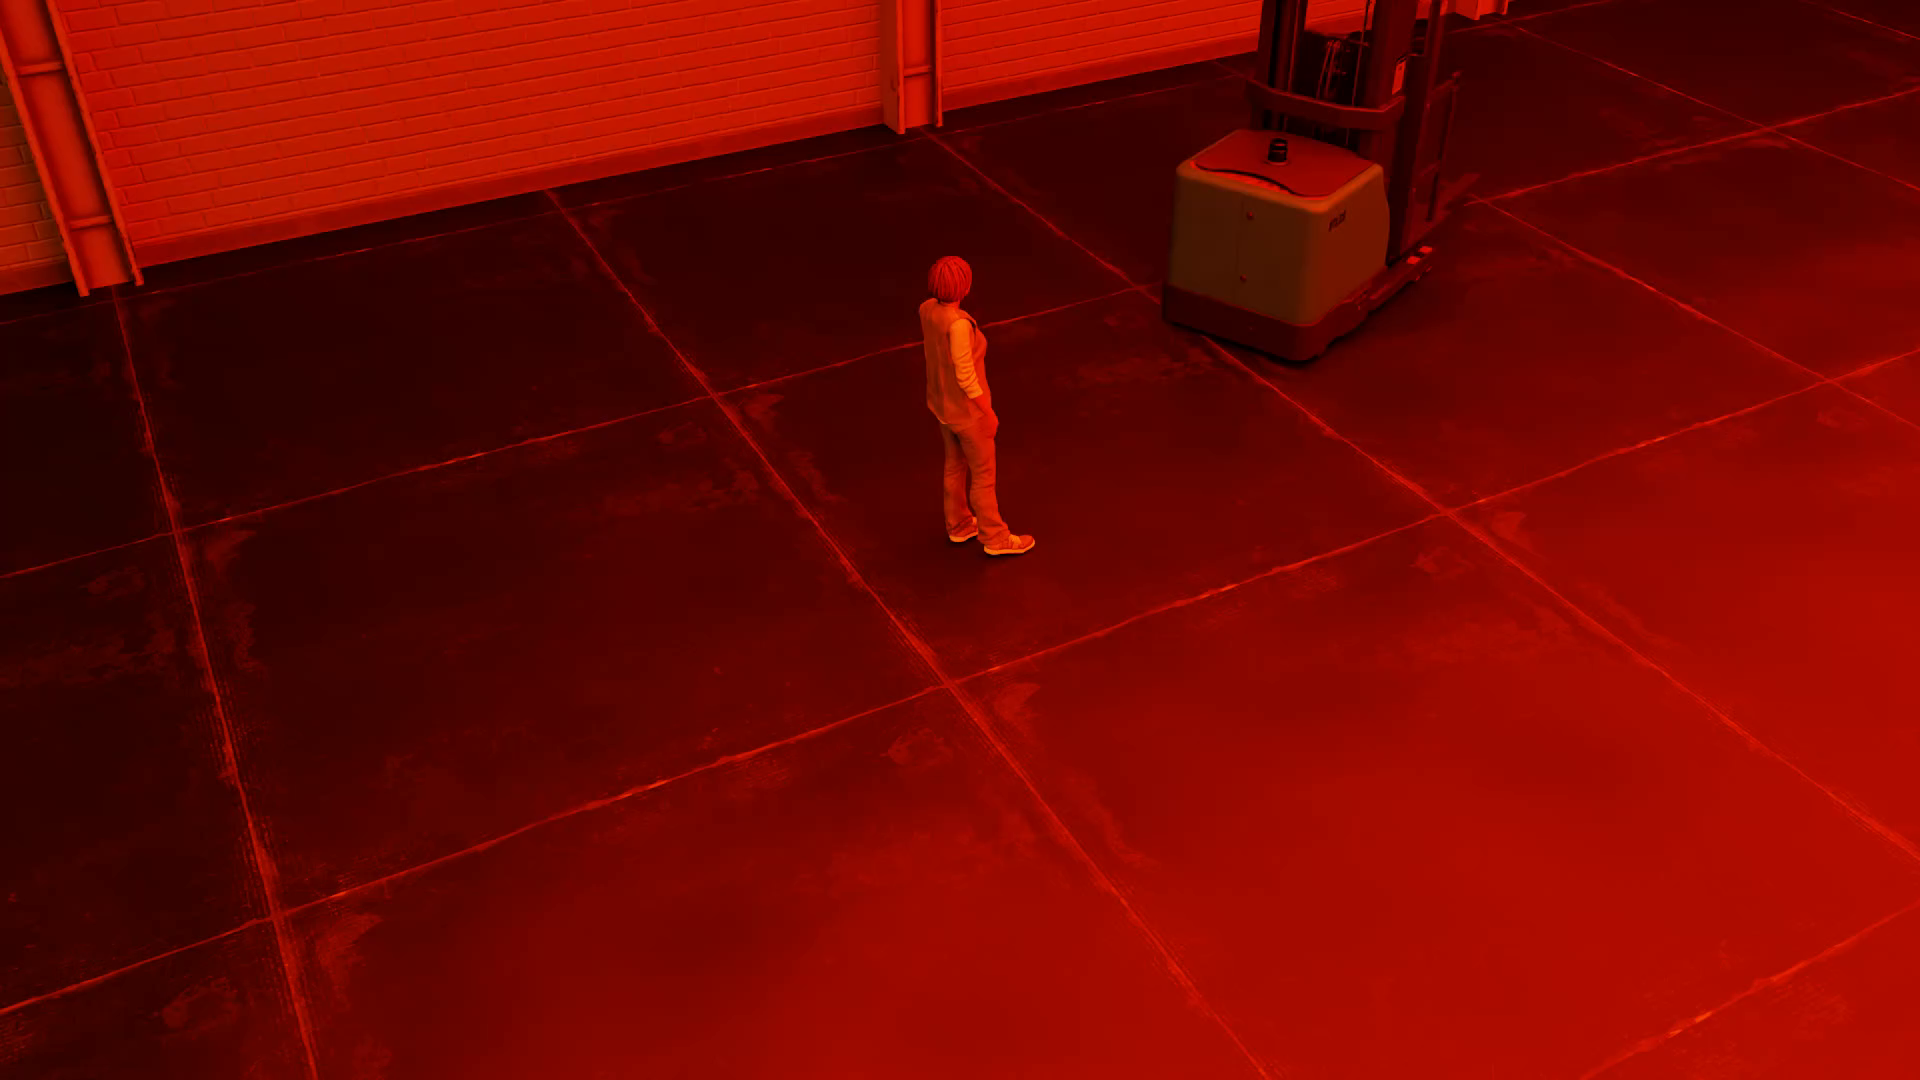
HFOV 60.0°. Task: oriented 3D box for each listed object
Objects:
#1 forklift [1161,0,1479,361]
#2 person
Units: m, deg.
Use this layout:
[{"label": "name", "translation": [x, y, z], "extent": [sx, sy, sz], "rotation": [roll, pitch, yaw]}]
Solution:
[{"label": "forklift", "translation": [2.571, -3.076, 10.475], "extent": [1.130, 2.935, 3.031], "rotation": [24, 42, 30]}, {"label": "person", "translation": [0.073, -0.671, 8.215], "extent": [0.473, 1.599, 0.520], "rotation": [-17, 39, -23]}]
